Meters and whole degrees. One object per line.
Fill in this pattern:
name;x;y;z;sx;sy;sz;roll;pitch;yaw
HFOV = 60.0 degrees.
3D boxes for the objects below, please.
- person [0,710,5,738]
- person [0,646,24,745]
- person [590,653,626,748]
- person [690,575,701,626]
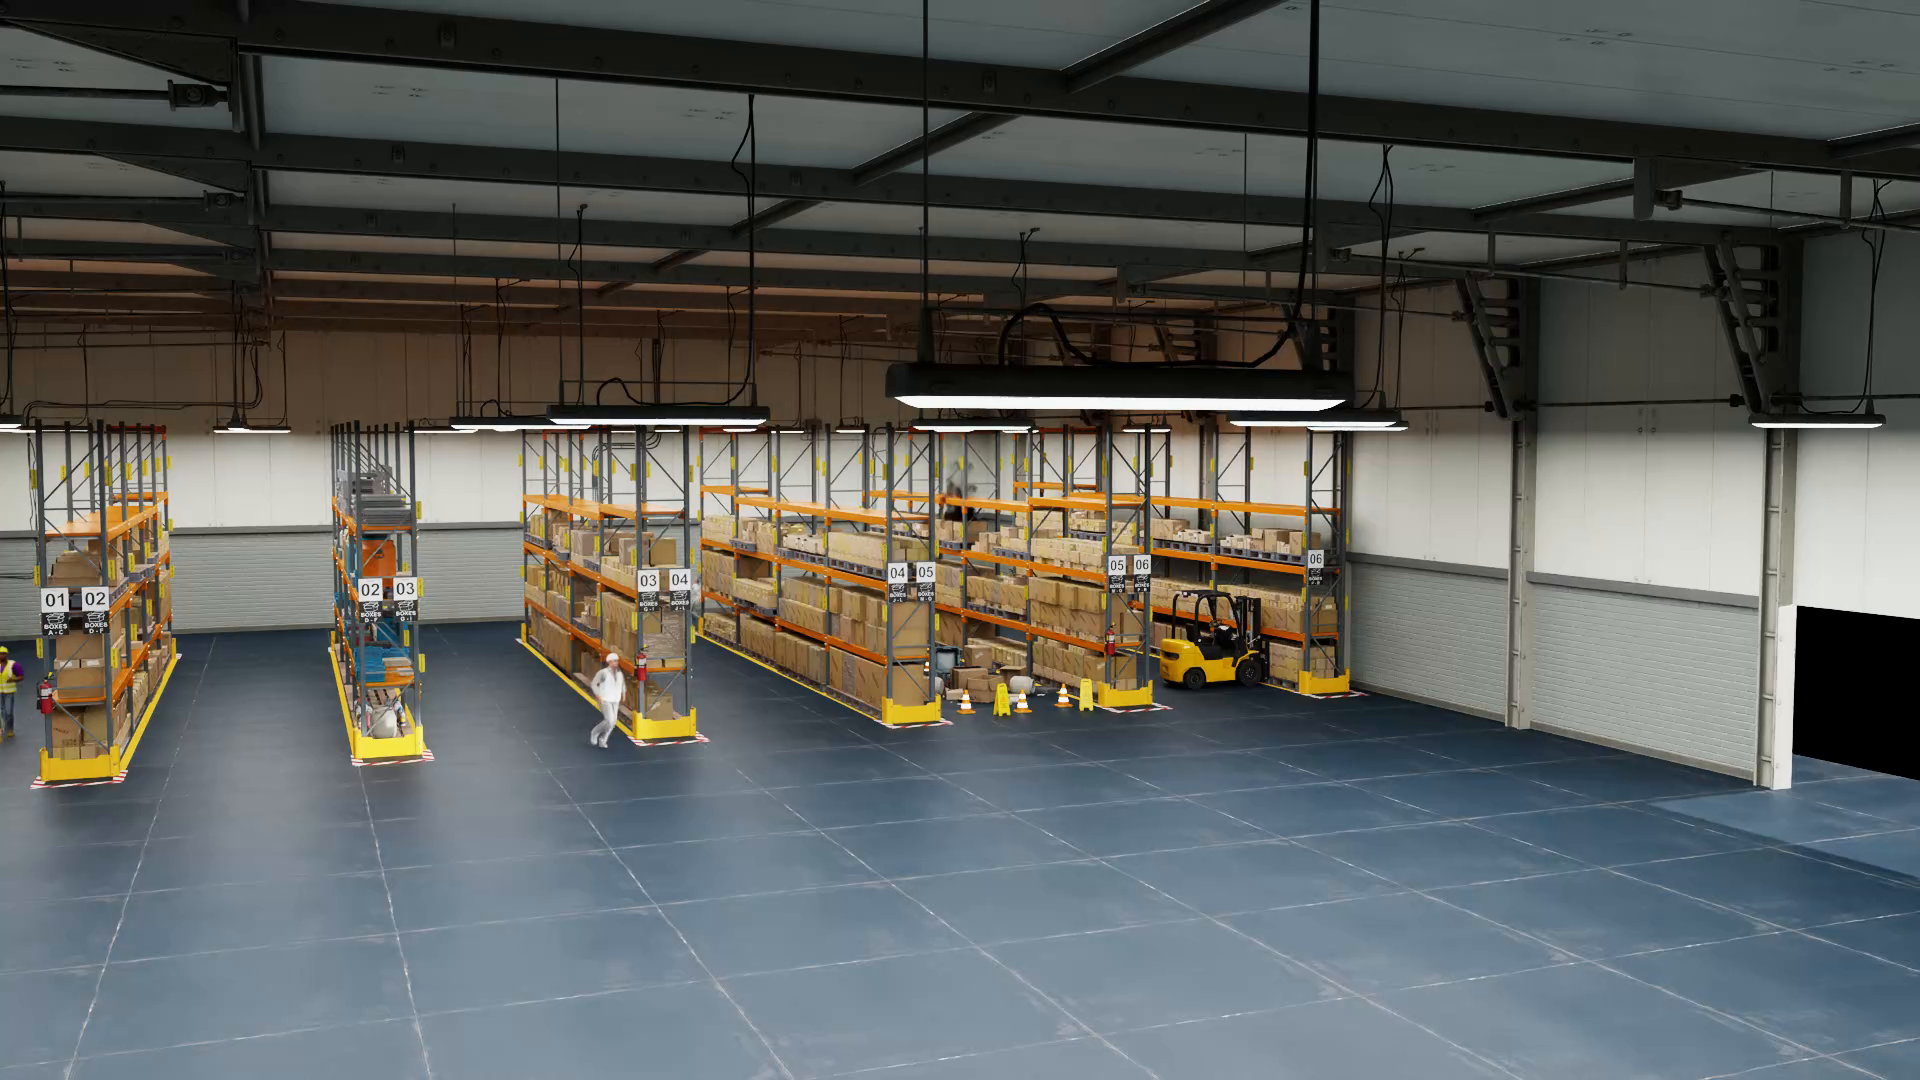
person;-15.833;3.265;27.089;0.478;1.524;0.569;3;5;39
person;-17.885;2.879;31.102;0.687;1.793;0.827;-2;4;-25
person;-6.429;2.955;30.631;0.548;1.710;0.711;3;5;39
person;-7.922;1.834;49.275;0.616;1.613;0.679;-1;4;-10
